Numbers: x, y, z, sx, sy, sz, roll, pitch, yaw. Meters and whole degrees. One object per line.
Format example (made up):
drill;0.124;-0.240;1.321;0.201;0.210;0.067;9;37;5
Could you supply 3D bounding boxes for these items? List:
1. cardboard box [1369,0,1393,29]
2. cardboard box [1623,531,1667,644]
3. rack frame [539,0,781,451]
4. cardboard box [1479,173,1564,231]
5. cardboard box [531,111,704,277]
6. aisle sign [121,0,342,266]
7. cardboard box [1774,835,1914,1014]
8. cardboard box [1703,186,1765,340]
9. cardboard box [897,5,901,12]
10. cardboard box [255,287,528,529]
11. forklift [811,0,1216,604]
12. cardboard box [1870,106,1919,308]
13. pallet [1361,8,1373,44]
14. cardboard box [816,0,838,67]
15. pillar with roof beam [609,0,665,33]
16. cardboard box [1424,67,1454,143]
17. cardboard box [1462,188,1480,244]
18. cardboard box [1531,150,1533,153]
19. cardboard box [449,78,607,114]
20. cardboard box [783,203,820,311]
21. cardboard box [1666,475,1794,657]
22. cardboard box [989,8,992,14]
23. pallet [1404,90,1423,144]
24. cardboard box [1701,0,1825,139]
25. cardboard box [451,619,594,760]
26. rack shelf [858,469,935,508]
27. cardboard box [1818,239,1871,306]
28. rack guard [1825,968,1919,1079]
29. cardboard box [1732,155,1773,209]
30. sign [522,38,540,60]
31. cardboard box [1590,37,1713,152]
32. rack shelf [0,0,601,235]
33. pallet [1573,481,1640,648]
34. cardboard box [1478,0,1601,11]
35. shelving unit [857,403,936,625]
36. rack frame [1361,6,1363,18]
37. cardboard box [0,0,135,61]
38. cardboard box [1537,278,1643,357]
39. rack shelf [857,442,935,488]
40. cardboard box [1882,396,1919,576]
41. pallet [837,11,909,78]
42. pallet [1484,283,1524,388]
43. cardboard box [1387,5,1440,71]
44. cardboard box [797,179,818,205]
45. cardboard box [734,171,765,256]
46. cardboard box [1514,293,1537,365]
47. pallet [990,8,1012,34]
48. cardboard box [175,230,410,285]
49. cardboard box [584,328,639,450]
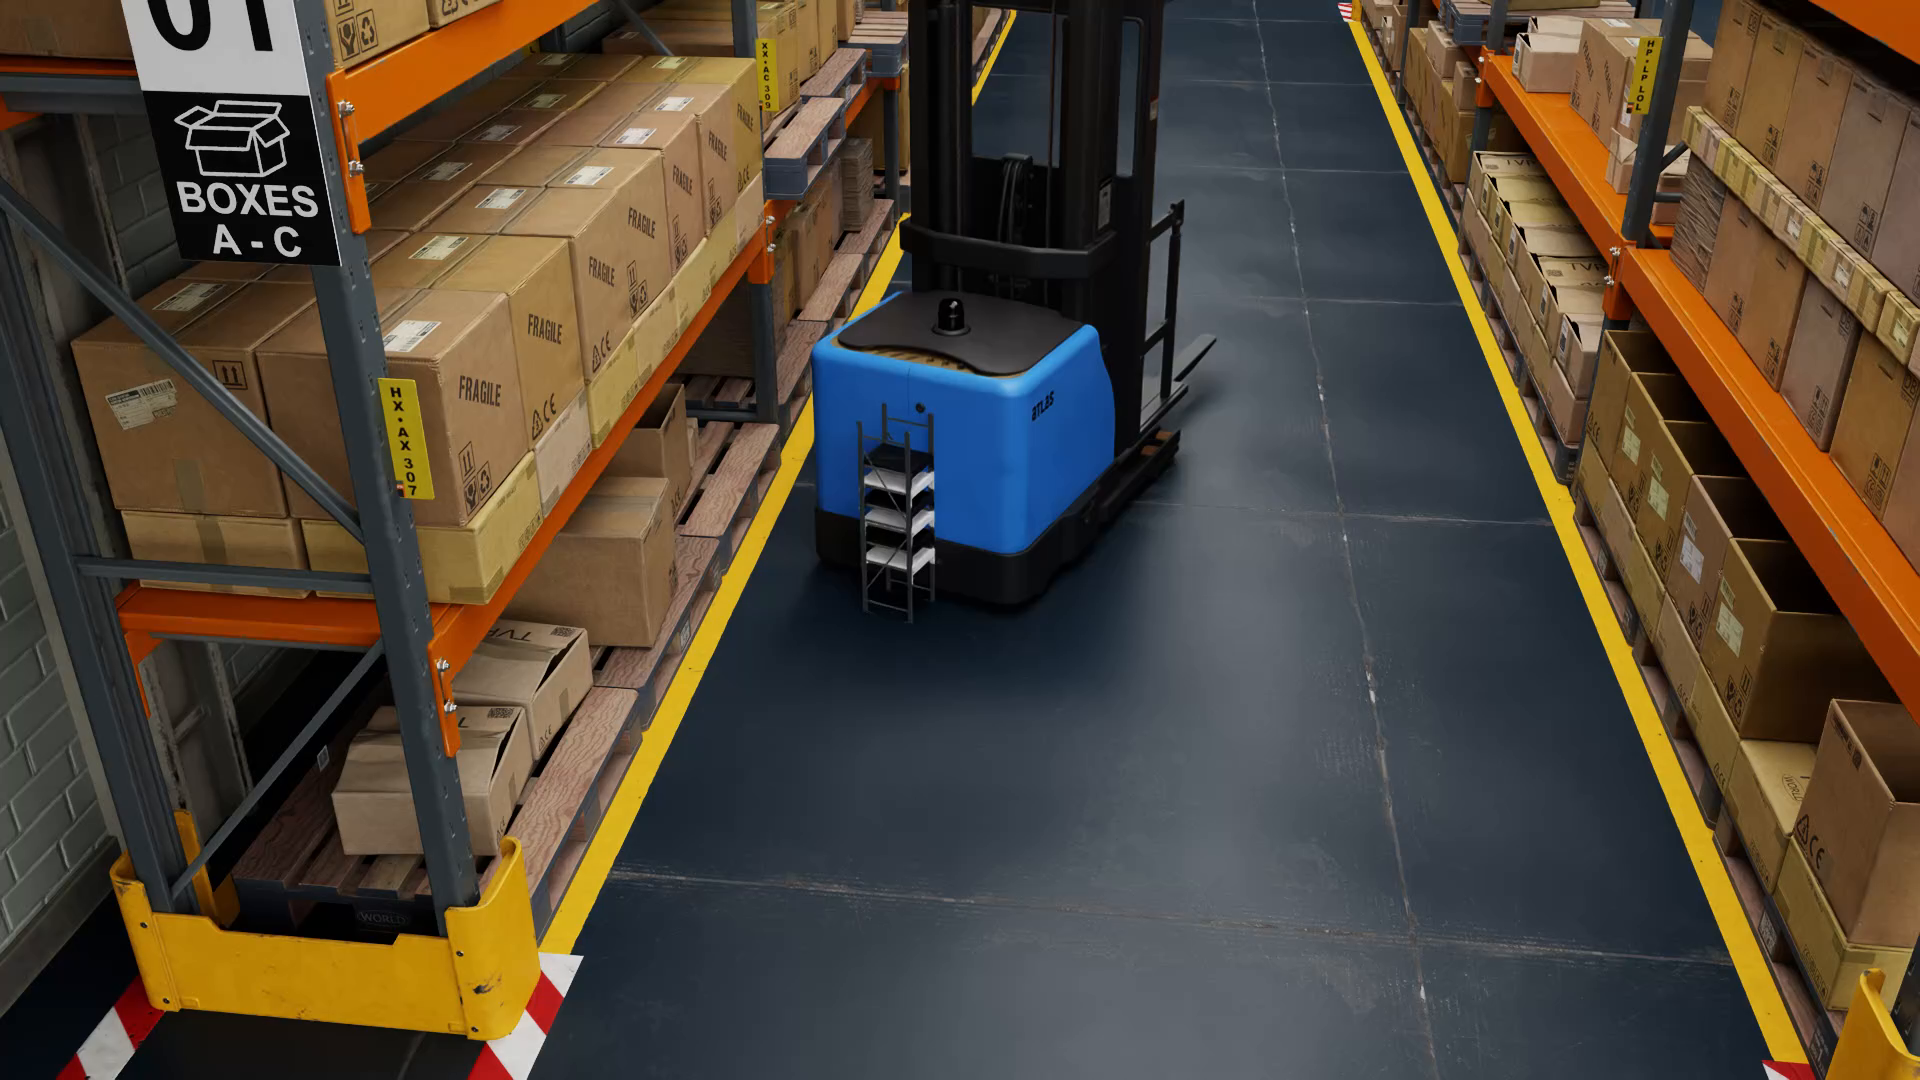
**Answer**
cardboard box;4.488;-5.418;17.079;0.500;0.250;0.500;3;28;6
cardboard box;2.998;0.200;6.672;0.500;0.250;0.500;3;28;6
rack frame;-1.428;-1.782;7.896;1.000;3.000;0.127;3;28;6
cardboard box;3.567;-2.123;10.393;0.500;0.311;0.500;3;28;5
cardboard box;-1.307;-1.343;6.427;0.500;0.500;0.500;3;28;5
aisle sign;-1.629;-0.993;3.689;0.394;0.787;0.004;3;28;6
cardboard box;2.771;1.143;4.923;0.500;0.250;0.500;3;28;6
cardboard box;3.382;-1.082;6.491;0.700;0.500;0.500;3;28;6
cardboard box;-0.628;-3.823;11.928;0.380;0.149;0.250;4;29;7
cardboard box;-1.562;-0.380;4.639;0.500;0.500;0.500;3;28;6
forklift;0.469;-1.687;7.790;1.130;2.935;3.031;14;31;24
cardboard box;3.195;-0.958;4.892;0.700;0.500;0.500;3;29;6
pallet;4.853;-5.506;17.748;1.003;0.211;1.213;3;28;6
cardboard box;-1.116;-3.093;9.760;0.700;0.500;0.500;3;28;6
pillar with roof beam;2.317;-5.495;8.461;9.100;9.000;0.400;3;28;6
cardboard box;3.982;-3.417;13.102;0.500;0.500;0.500;2;28;4
cardboard box;3.623;-2.124;10.986;0.500;0.250;0.500;3;28;6
cardboard box;4.318;-2.670;11.715;0.500;0.500;0.500;5;29;8
cardboard box;-1.760;-1.603;6.909;0.500;0.500;0.500;3;28;6
cardboard box;-1.238;-1.707;9.928;0.700;0.500;0.500;4;29;7
cardboard box;2.939;0.105;6.057;0.500;0.500;0.500;3;28;6
cardboard box;-0.006;-5.945;17.814;0.700;0.500;0.500;3;28;6
pallet;4.407;-3.649;14.301;1.003;0.211;1.213;3;28;6
cardboard box;3.440;-1.902;6.645;0.700;0.500;0.500;3;29;6
cardboard box;-1.674;0.502;6.027;0.500;0.311;0.500;6;29;10
rack shelf;-0.263;-0.233;6.924;0.258;0.077;0.200;14;31;24
cardboard box;3.044;-0.864;5.402;0.380;0.149;0.250;3;28;5
rack guard;2.996;1.498;4.442;1.175;0.500;0.348;3;28;6
cardboard box;3.172;-1.347;6.299;0.380;0.149;0.250;3;28;6
sign;-1.980;-2.323;7.678;0.100;0.325;0.005;3;28;6
cardboard box;3.725;-2.385;8.908;0.500;0.500;0.500;3;28;6
rack shelf;-1.673;-1.845;5.608;1.077;0.370;4.000;3;28;6
pallet;3.350;0.103;7.336;1.003;0.211;1.213;3;28;6
cardboard box;3.944;-3.911;11.299;0.700;0.500;0.500;-6;29;-11
shelving unit;-0.263;-0.104;6.994;0.258;0.900;0.210;14;31;24
rack frame;4.959;-7.145;17.850;1.000;3.000;0.127;3;28;6
cardboard box;-2.119;-1.484;4.053;0.500;0.500;0.500;5;29;10
cardboard box;3.311;-1.170;8.624;0.500;0.311;0.500;4;29;8
rack shelf;-0.263;-0.312;6.882;0.258;0.077;0.200;14;31;24
cardboard box;3.128;-0.124;4.712;0.700;0.500;0.500;4;29;8
pallet;-0.920;-3.239;10.802;1.213;0.211;1.003;3;28;6
pallet;3.687;-1.194;9.743;1.003;0.211;1.213;3;28;6
cardboard box;4.257;-4.640;15.372;0.500;0.500;0.500;3;28;6
cardboard box;-1.165;-2.240;10.126;0.500;0.250;0.500;3;28;6
cardboard box;-1.185;-1.485;7.480;0.500;0.250;0.500;3;29;6
cardboard box;3.378;-1.162;9.200;0.500;0.250;0.500;4;29;7
pallet;0.022;-5.822;18.335;1.003;0.211;1.213;3;28;6
cardboard box;-2.000;-0.643;5.127;0.500;0.500;0.500;4;29;7
cardboard box;-1.426;-0.538;5.724;0.500;0.250;0.500;3;28;5
